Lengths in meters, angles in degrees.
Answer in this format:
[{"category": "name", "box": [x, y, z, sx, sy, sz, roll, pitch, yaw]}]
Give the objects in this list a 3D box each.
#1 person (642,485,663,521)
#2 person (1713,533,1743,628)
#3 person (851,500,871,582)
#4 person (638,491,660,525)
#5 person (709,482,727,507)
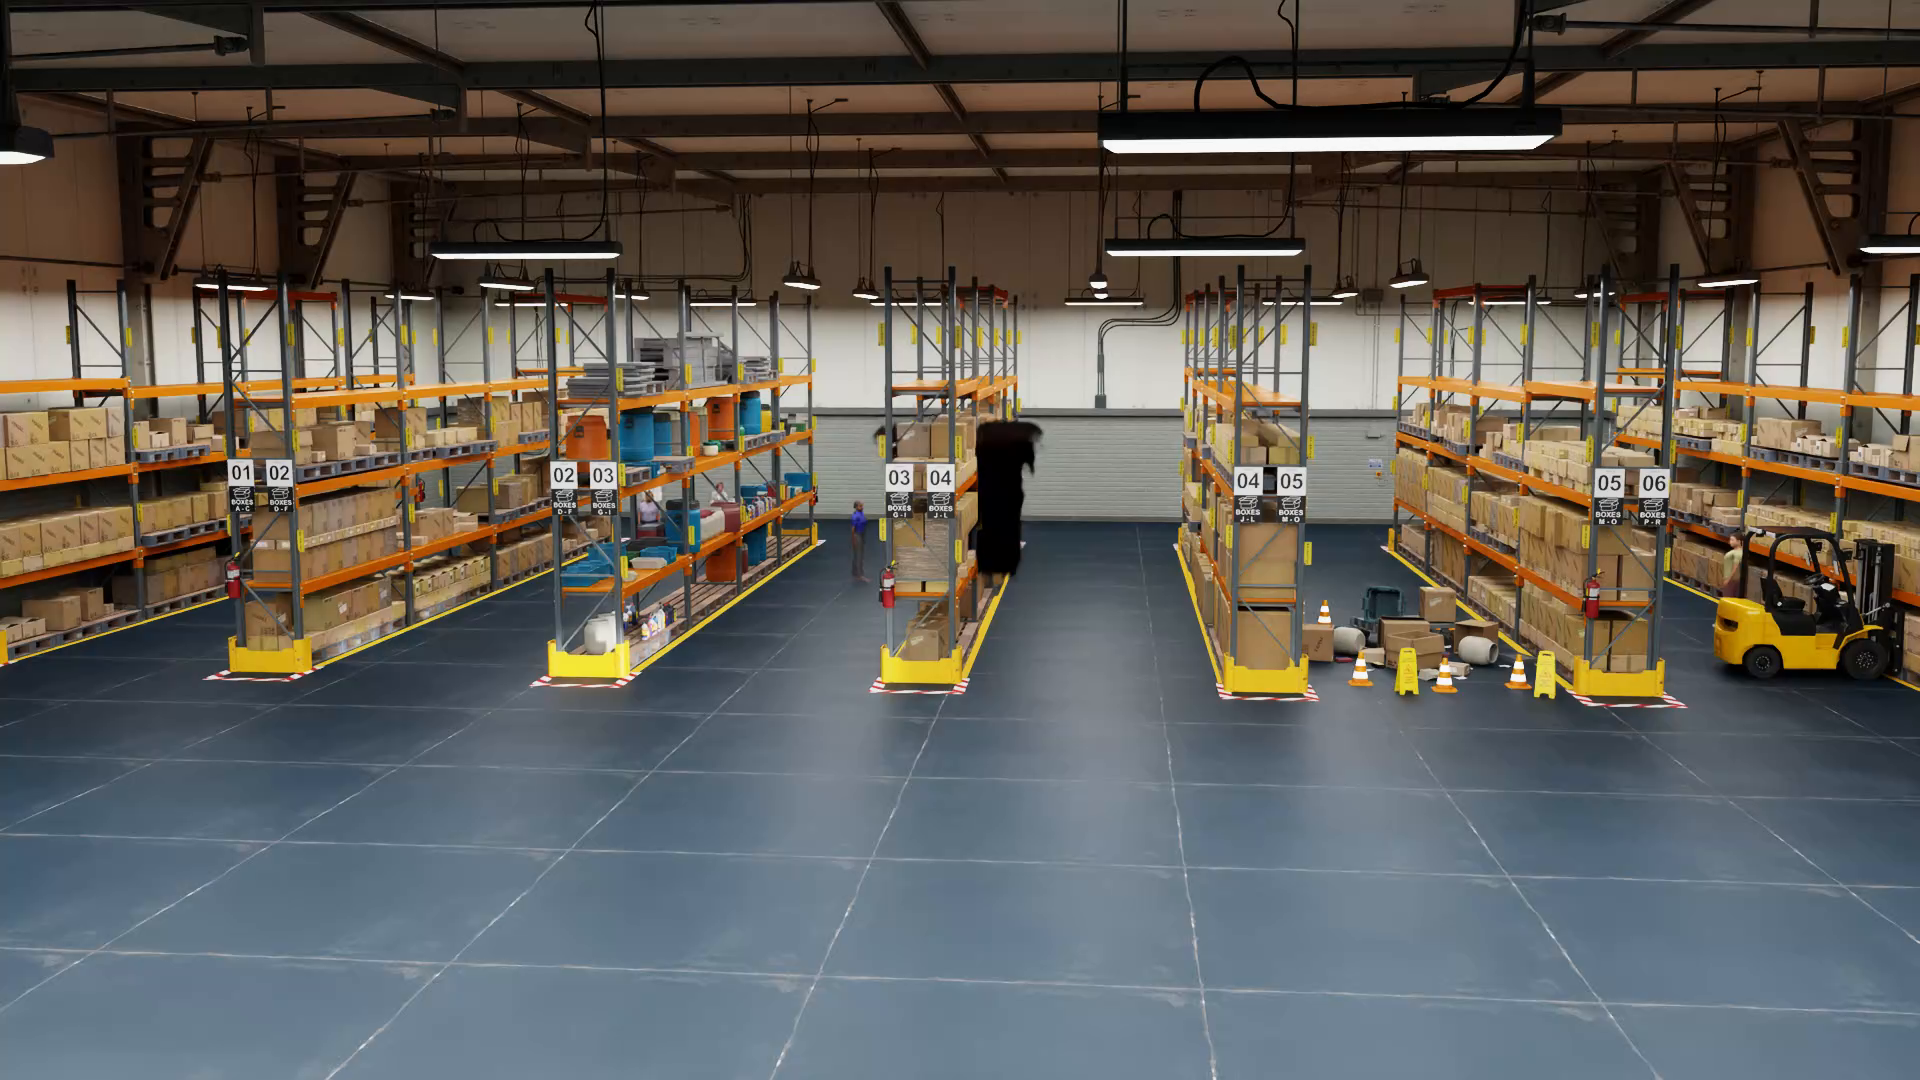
[{"category": "person", "box": [-7.828, -1.007, 42.393, 0.549, 1.738, 0.977, -1, 7, -12]}, {"category": "person", "box": [13.243, 0.720, 28.584, 0.450, 1.714, 0.505, 6, 9, 39]}, {"category": "person", "box": [-2.039, 0.008, 34.467, 0.494, 1.680, 0.485, 2, 7, 17]}, {"category": "person", "box": [-6.906, -0.300, 36.974, 0.462, 1.617, 0.665, 0, 7, 3]}, {"category": "person", "box": [-5.800, -0.632, 40.013, 0.462, 1.551, 0.817, 2, 7, 16]}]
